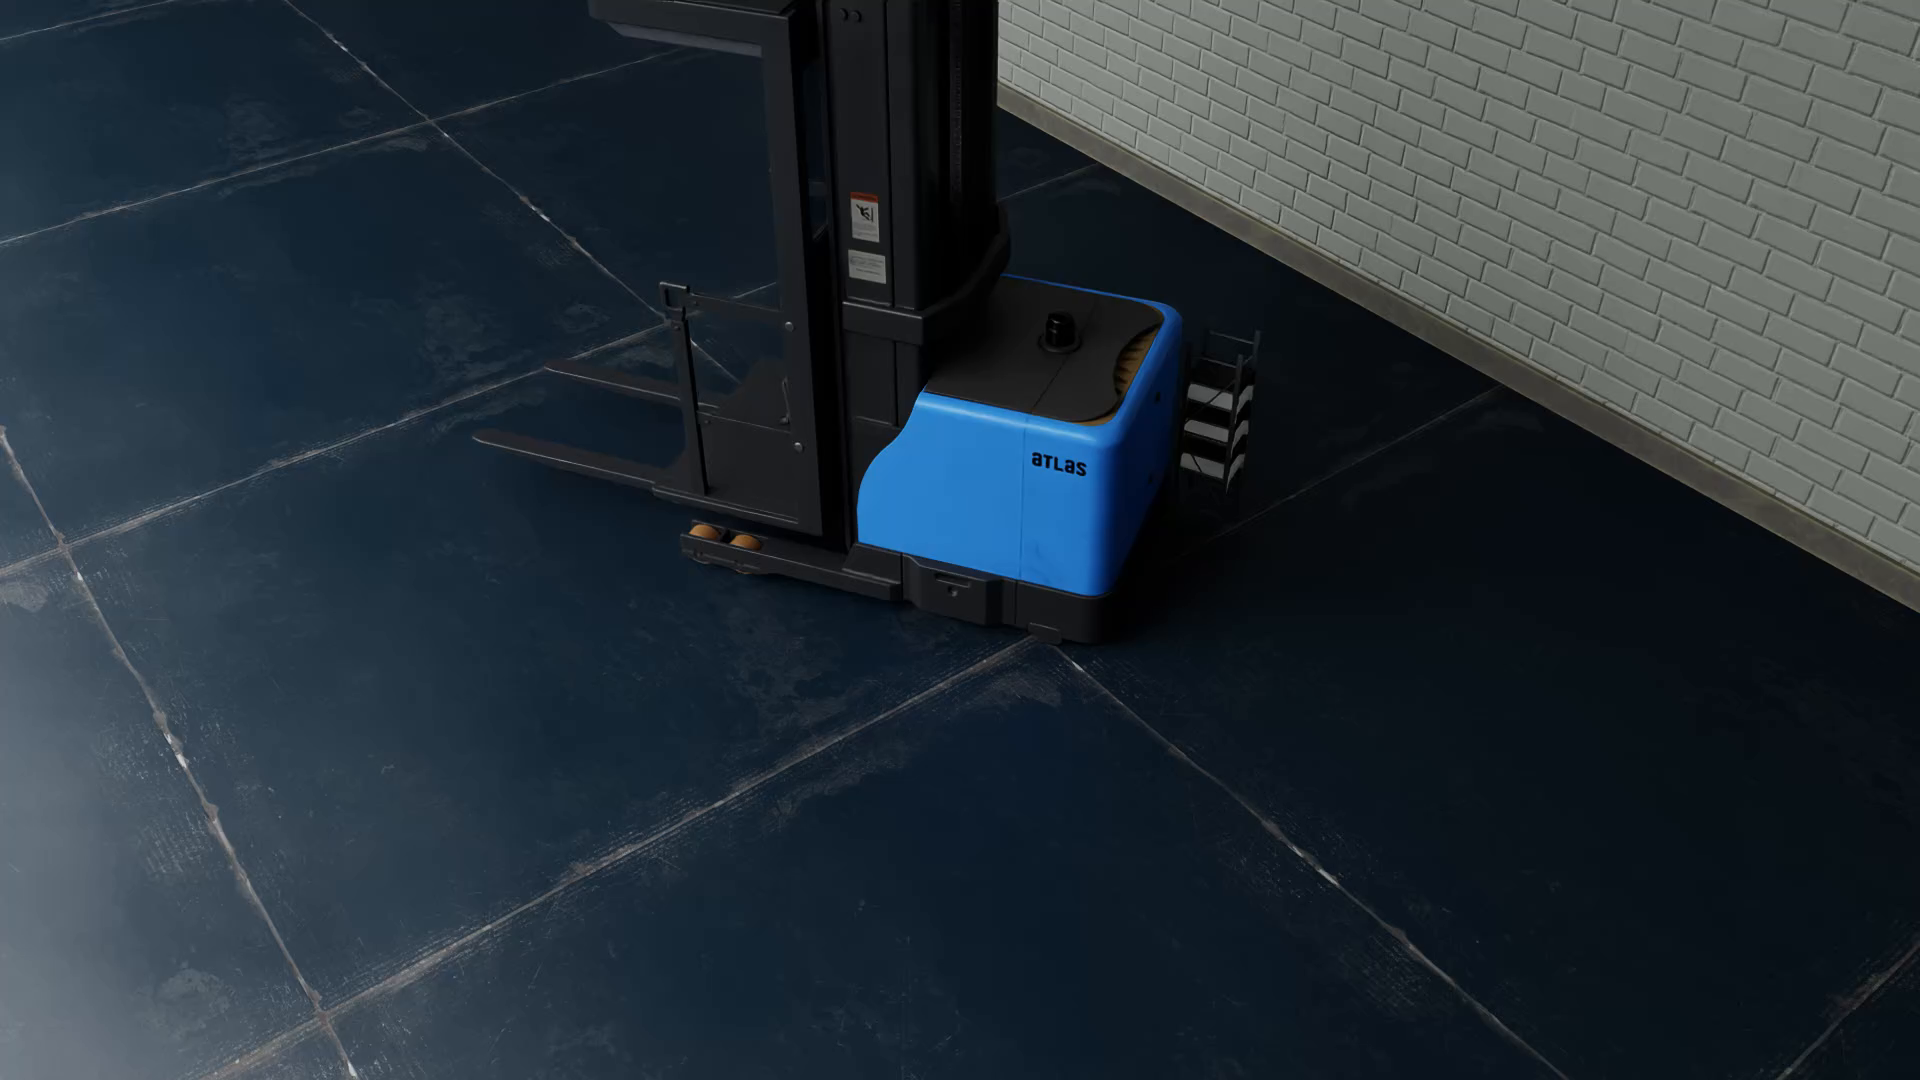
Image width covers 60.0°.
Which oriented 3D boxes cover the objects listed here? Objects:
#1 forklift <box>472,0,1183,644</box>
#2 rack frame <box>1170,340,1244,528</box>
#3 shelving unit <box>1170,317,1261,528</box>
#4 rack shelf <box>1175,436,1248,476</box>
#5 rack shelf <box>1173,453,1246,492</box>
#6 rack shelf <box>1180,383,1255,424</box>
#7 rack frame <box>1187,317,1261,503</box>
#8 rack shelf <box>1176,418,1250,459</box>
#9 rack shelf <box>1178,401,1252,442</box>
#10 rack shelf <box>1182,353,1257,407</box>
[{"bbox_3d":[-0.660,-1.289,6.511,3.031,2.935,1.130,13,41,16],"label":"forklift"},{"bbox_3d":[1.043,-0.435,7.070,0.240,0.900,0.006,18,43,21],"label":"rack frame"},{"bbox_3d":[1.090,-0.492,7.140,0.258,0.900,0.210,18,43,21],"label":"shelving unit"},{"bbox_3d":[1.090,-0.397,7.218,0.258,0.077,0.200,18,43,21],"label":"rack shelf"},{"bbox_3d":[1.090,-0.327,7.275,0.258,0.077,0.200,18,43,21],"label":"rack shelf"},{"bbox_3d":[1.090,-0.605,7.047,0.258,0.077,0.200,18,43,21],"label":"rack shelf"},{"bbox_3d":[1.137,-0.549,7.210,0.240,0.900,0.006,18,43,21],"label":"rack frame"},{"bbox_3d":[1.090,-0.466,7.161,0.258,0.077,0.200,18,43,21],"label":"rack shelf"},{"bbox_3d":[1.090,-0.536,7.104,0.258,0.077,0.200,18,43,21],"label":"rack shelf"},{"bbox_3d":[1.090,-0.675,6.990,0.258,0.077,0.200,18,43,21],"label":"rack shelf"}]
